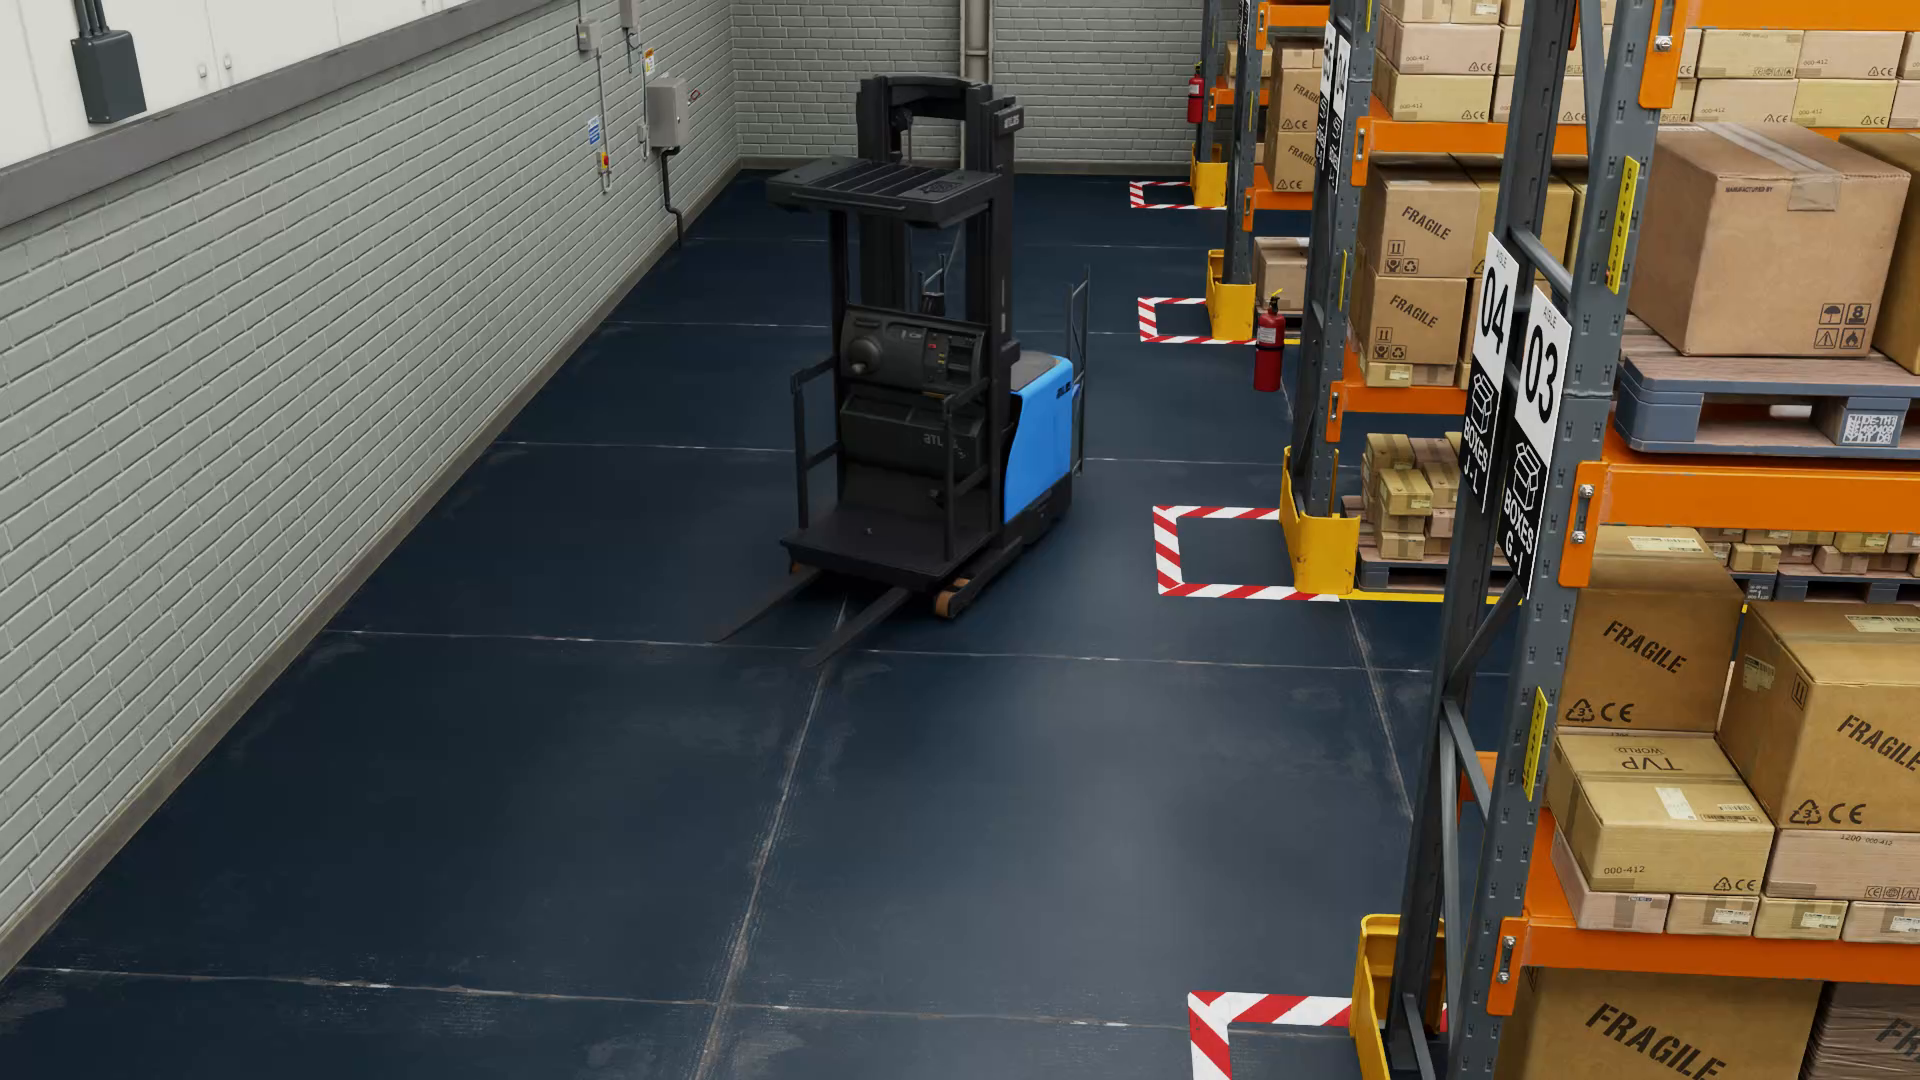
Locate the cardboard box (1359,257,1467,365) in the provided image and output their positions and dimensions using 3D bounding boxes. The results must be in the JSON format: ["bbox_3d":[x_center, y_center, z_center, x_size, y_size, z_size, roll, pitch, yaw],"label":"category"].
[{"bbox_3d":[2.599,-1.332,9.580,0.500,0.500,0.500,3,25,6],"label":"cardboard box"}]

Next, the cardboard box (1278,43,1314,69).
[{"bbox_3d":[2.784,-4.015,13.795,0.250,0.149,0.380,2,25,5],"label":"cardboard box"}]

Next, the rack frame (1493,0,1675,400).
[{"bbox_3d":[1.692,-1.942,4.205,0.127,3.000,1.000,2,25,4],"label":"rack frame"}]

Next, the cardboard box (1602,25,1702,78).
[{"bbox_3d":[3.614,-2.643,8.898,0.500,0.250,0.500,2,25,5],"label":"cardboard box"}]

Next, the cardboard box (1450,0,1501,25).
[{"bbox_3d":[2.731,-2.863,8.899,0.250,0.149,0.380,3,25,6],"label":"cardboard box"}]

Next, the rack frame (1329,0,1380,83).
[{"bbox_3d":[2.173,-4.006,8.691,0.127,3.000,1.000,2,25,4],"label":"rack frame"}]

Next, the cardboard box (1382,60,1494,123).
[{"bbox_3d":[2.601,-2.454,9.087,0.500,0.250,0.500,3,25,6],"label":"cardboard box"}]

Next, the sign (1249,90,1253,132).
[{"bbox_3d":[2.402,-3.545,13.736,0.005,0.325,0.100,2,25,4],"label":"sign"}]

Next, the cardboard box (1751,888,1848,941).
[{"bbox_3d":[2.532,1.062,5.154,0.250,0.149,0.380,1,25,3],"label":"cardboard box"}]

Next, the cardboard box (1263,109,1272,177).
[{"bbox_3d":[2.952,-3.487,14.621,0.500,0.500,0.500,2,25,4],"label":"cardboard box"}]

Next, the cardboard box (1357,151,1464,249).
[{"bbox_3d":[2.648,-2.005,9.846,0.500,0.500,0.500,1,25,3],"label":"cardboard box"}]

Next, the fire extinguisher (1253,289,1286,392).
[{"bbox_3d":[1.957,-1.277,10.475,0.183,0.674,0.296,2,25,4],"label":"fire extinguisher"}]

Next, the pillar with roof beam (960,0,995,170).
[{"bbox_3d":[-0.122,-6.809,14.782,0.400,9.000,9.100,2,25,4],"label":"pillar with roof beam"}]

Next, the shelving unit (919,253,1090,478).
[{"bbox_3d":[0.300,-1.131,11.415,1.048,1.500,0.538,8,26,16],"label":"shelving unit"}]

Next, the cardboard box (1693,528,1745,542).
[{"bbox_3d":[4.520,-0.132,10.000,0.250,0.149,0.380,1,25,1],"label":"cardboard box"}]

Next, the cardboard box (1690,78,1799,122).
[{"bbox_3d":[4.154,-2.404,8.976,0.500,0.250,0.500,2,25,4],"label":"cardboard box"}]

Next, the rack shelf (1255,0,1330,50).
[{"bbox_3d":[4.445,-4.319,13.820,4.000,0.370,1.077,2,25,4],"label":"rack shelf"}]

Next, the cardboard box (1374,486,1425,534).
[{"bbox_3d":[2.675,-0.188,10.122,0.250,0.149,0.380,3,25,6],"label":"cardboard box"}]

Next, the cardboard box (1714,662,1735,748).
[{"bbox_3d":[2.701,0.638,5.599,0.500,0.250,0.500,1,25,3],"label":"cardboard box"}]

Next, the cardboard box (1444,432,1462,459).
[{"bbox_3d":[3.234,-0.548,10.549,0.250,0.149,0.380,1,25,3],"label":"cardboard box"}]

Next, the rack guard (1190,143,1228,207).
[{"bbox_3d":[2.903,-4.278,19.449,0.348,0.500,1.175,2,25,4],"label":"rack guard"}]

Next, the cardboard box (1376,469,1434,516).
[{"bbox_3d":[2.669,-0.288,9.985,0.250,0.149,0.380,1,25,2],"label":"cardboard box"}]

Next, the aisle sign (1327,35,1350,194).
[{"bbox_3d":[2.077,-2.339,9.135,0.004,0.787,0.394,2,25,4],"label":"aisle sign"}]

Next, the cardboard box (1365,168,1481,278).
[{"bbox_3d":[2.600,-1.791,9.381,0.500,0.500,0.500,2,25,4],"label":"cardboard box"}]

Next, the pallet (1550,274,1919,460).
[{"bbox_3d":[2.433,-0.520,4.809,1.213,0.211,1.003,2,25,4],"label":"pallet"}]

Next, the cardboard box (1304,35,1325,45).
[{"bbox_3d":[3.079,-4.215,14.231,0.250,0.149,0.380,2,25,5],"label":"cardboard box"}]

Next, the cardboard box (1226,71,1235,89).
[{"bbox_3d":[3.134,-5.177,18.713,0.250,0.149,0.380,2,25,4],"label":"cardboard box"}]

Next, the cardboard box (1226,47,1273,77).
[{"bbox_3d":[3.259,-5.356,18.626,0.500,0.250,0.500,2,25,4],"label":"cardboard box"}]

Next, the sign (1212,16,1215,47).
[{"bbox_3d":[2.786,-5.583,18.259,0.005,0.325,0.100,2,25,4],"label":"sign"}]

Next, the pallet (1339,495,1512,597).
[{"bbox_3d":[3.056,0.029,10.434,1.213,0.211,1.003,2,25,4],"label":"pallet"}]

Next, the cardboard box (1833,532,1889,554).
[{"bbox_3d":[5.283,-0.066,9.857,0.250,0.149,0.380,1,25,2],"label":"cardboard box"}]

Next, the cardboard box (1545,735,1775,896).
[{"bbox_3d":[2.150,0.844,5.151,0.500,0.250,0.500,1,25,3],"label":"cardboard box"}]

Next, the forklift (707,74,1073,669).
[{"bbox_3d":[-0.383,-1.080,9.591,1.130,2.935,3.031,12,27,25],"label":"forklift"}]

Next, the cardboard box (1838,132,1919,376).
[{"bbox_3d":[2.767,-0.798,4.567,0.500,0.500,0.700,1,25,2],"label":"cardboard box"}]

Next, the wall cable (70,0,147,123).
[{"bbox_3d":[-3.682,-5.021,7.048,0.120,5.999,2.277,2,25,4],"label":"wall cable"}]

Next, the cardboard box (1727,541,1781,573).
[{"bbox_3d":[4.712,0.048,9.966,0.250,0.149,0.380,2,25,4],"label":"cardboard box"}]

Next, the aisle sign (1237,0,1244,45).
[{"bbox_3d":[2.403,-4.660,14.178,0.004,0.787,0.394,2,25,4],"label":"aisle sign"}]

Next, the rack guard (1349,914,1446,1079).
[{"bbox_3d":[1.668,1.918,5.984,0.348,0.500,1.175,2,25,4],"label":"rack guard"}]

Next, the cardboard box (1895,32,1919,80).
[{"bbox_3d":[5.163,-2.605,8.815,0.500,0.250,0.500,1,25,2],"label":"cardboard box"}]

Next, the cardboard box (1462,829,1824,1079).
[{"bbox_3d":[2.336,1.545,5.844,0.875,0.875,0.875,2,25,4],"label":"cardboard box"}]

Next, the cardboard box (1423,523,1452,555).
[{"bbox_3d":[2.938,-0.052,10.183,0.250,0.149,0.380,2,25,4],"label":"cardboard box"}]

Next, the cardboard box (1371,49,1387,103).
[{"bbox_3d":[2.646,-2.671,9.557,0.500,0.250,0.500,1,25,3],"label":"cardboard box"}]

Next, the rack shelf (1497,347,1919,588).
[{"bbox_3d":[3.686,-0.189,4.844,4.000,0.370,1.077,2,25,4],"label":"rack shelf"}]

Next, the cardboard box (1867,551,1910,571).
[{"bbox_3d":[5.491,0.038,9.988,0.250,0.149,0.380,3,25,5],"label":"cardboard box"}]

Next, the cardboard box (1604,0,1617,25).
[{"bbox_3d":[3.503,-2.851,8.874,0.250,0.149,0.380,3,25,6],"label":"cardboard box"}]

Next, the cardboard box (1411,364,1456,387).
[{"bbox_3d":[2.728,-1.029,9.698,0.250,0.149,0.380,3,25,6],"label":"cardboard box"}]

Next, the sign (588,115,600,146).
[{"bbox_3d":[-3.238,-3.622,14.711,0.001,0.218,0.327,2,25,4],"label":"sign"}]

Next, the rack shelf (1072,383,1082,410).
[{"bbox_3d":[0.300,-0.968,11.490,1.000,0.185,0.538,8,26,16],"label":"rack shelf"}]
